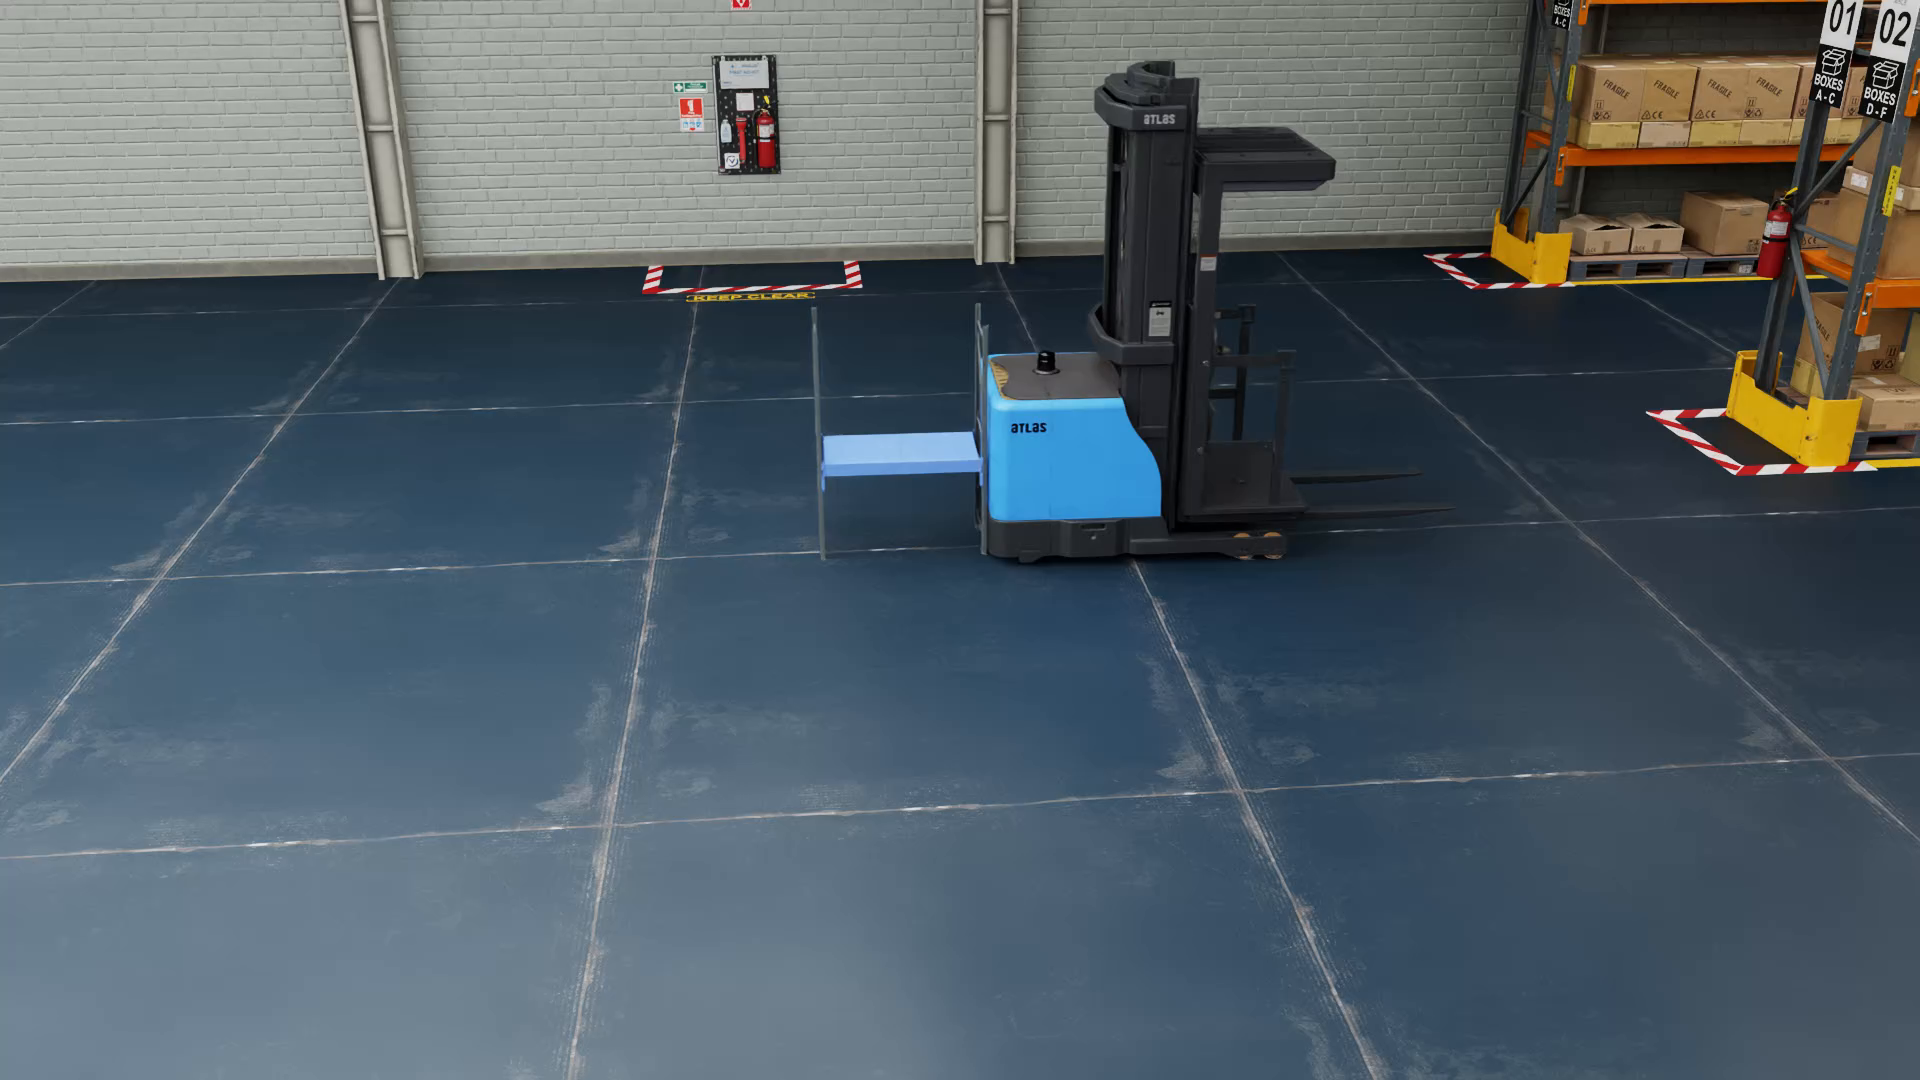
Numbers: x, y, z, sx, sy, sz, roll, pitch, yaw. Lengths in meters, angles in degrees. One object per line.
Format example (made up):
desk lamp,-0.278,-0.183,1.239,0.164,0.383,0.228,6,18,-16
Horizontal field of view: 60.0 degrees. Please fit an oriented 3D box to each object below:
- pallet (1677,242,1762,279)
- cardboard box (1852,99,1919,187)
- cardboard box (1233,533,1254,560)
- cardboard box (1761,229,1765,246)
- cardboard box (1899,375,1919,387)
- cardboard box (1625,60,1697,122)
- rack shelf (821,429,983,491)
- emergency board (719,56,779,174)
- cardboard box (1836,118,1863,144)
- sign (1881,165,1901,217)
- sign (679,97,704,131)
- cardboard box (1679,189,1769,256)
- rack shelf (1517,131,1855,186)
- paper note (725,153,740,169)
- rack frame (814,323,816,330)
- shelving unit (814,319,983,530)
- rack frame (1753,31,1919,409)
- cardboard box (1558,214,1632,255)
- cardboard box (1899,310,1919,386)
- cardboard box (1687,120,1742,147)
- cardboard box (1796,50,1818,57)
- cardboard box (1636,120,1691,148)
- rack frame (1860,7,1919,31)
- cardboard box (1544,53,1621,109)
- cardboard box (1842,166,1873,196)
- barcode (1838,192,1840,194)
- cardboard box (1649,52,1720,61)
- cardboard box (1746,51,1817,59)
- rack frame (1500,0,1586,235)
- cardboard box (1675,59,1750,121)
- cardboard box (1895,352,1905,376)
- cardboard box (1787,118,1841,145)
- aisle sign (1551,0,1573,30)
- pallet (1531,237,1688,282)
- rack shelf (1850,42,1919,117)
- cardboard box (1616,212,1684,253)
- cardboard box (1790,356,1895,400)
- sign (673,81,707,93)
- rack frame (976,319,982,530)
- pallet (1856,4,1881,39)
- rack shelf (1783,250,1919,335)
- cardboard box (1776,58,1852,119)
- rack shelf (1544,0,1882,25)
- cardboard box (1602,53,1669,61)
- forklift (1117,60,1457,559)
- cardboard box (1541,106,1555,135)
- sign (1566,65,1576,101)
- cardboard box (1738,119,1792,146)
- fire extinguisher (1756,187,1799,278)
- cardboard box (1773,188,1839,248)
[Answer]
pallet,7.813,-2.933,17.089,1.213,0.211,1.003,-2,24,-5
cardboard box,6.723,-2.791,11.615,0.500,0.500,0.700,-2,24,-5
cardboard box,1.780,0.041,10.464,0.160,0.156,0.130,-3,24,-6
cardboard box,8.101,-3.141,17.092,0.250,0.149,0.380,-4,24,-9
cardboard box,7.258,-1.025,12.231,0.500,0.250,0.500,-2,24,-5
cardboard box,6.712,-4.335,16.047,0.500,0.500,0.500,-2,24,-5
rack shelf,-0.375,-0.507,10.488,1.000,0.185,0.538,-2,24,-4
emergency board,-2.104,-4.193,16.491,0.636,1.158,0.192,-2,24,-5
cardboard box,8.757,-4.081,16.398,0.500,0.250,0.500,-2,24,-5
sign,6.253,-2.344,11.166,0.005,0.325,0.100,-2,24,-5
sign,-2.668,-4.229,16.528,0.234,0.329,0.001,-2,24,-5
cardboard box,7.714,-3.220,16.838,0.500,0.500,0.700,-4,24,-8
rack shelf,7.705,-3.890,16.694,4.000,0.370,1.077,-2,24,-5
paper note,-2.291,-3.812,16.717,0.142,0.148,0.016,-2,24,-5
rack frame,-0.882,-0.653,10.374,0.013,1.308,0.475,-2,24,-4
shelving unit,-0.375,-0.672,10.415,1.030,1.308,0.538,-2,24,-4
rack frame,6.205,-2.136,11.864,0.127,3.000,1.000,-2,24,-5
cardboard box,6.412,-3.102,16.805,0.500,0.311,0.500,-5,24,-11
cardboard box,7.258,-1.367,12.077,0.500,0.500,0.500,-2,24,-5
cardboard box,7.254,-4.015,16.249,0.500,0.250,0.500,-3,24,-6
cardboard box,8.692,-4.628,16.706,0.500,0.500,0.500,-2,24,-5
cardboard box,6.746,-3.997,16.209,0.500,0.250,0.500,-3,24,-7
rack frame,6.205,-4.878,10.645,0.127,3.000,1.000,-2,24,-5
cardboard box,6.162,-4.527,16.478,0.500,0.500,0.500,-3,24,-6
cardboard box,6.566,-2.571,11.919,0.250,0.149,0.380,-3,24,-6
barcode,9.134,-3.579,17.250,0.075,0.075,0.001,-2,24,-5
cardboard box,15.270,0.065,5.669,13.577,0.889,26.022,-3,24,-7
cardboard box,8.195,-4.610,16.666,0.500,0.500,0.500,-2,24,-4
rack frame,5.714,-4.139,16.368,0.127,3.000,1.000,-2,24,-5
cardboard box,7.227,-4.353,16.088,0.500,0.500,0.500,-3,24,-7
cardboard box,7.206,-1.238,12.709,0.500,0.250,0.500,-2,24,-5
cardboard box,8.258,-4.055,16.339,0.500,0.250,0.500,-2,24,-5
aisle sign,5.672,-5.202,15.561,0.004,0.787,0.394,-2,24,-5
pallet,6.602,-2.886,16.982,1.213,0.211,1.003,-2,24,-5
rack shelf,8.195,-3.258,11.580,4.000,0.370,1.077,-2,24,-5
cardboard box,6.979,-3.125,16.856,0.500,0.311,0.500,0,24,-1
cardboard box,6.710,-1.213,12.654,0.500,0.250,0.500,-2,24,-5
sign,-2.663,-4.468,16.413,0.331,0.109,0.001,-2,24,-5
rack frame,0.131,-0.689,10.453,0.013,1.308,0.475,-2,24,-4
pallet,6.911,-3.485,11.312,1.213,0.211,1.003,-2,24,-5
rack shelf,8.195,-1.888,12.189,4.000,0.370,1.077,-2,24,-5
cardboard box,8.256,-4.400,16.192,0.500,0.500,0.500,-3,24,-7
rack shelf,7.705,-5.260,16.085,4.000,0.370,1.077,-2,24,-5
cardboard box,6.664,-4.543,16.514,0.500,0.500,0.500,-2,24,-4
forklift,1.651,-1.423,10.344,3.031,2.935,1.121,-2,24,-4
cardboard box,6.160,-4.176,16.613,0.500,0.250,0.500,-2,24,-4
sign,5.768,-4.315,15.699,0.005,0.325,0.100,-2,24,-5
cardboard box,7.757,-4.034,16.293,0.500,0.250,0.500,-2,24,-5
fire extinguisher,6.042,-2.284,12.291,0.183,0.674,0.296,-2,24,-5
cardboard box,8.666,-3.299,17.016,0.500,0.500,0.500,-4,24,-9
